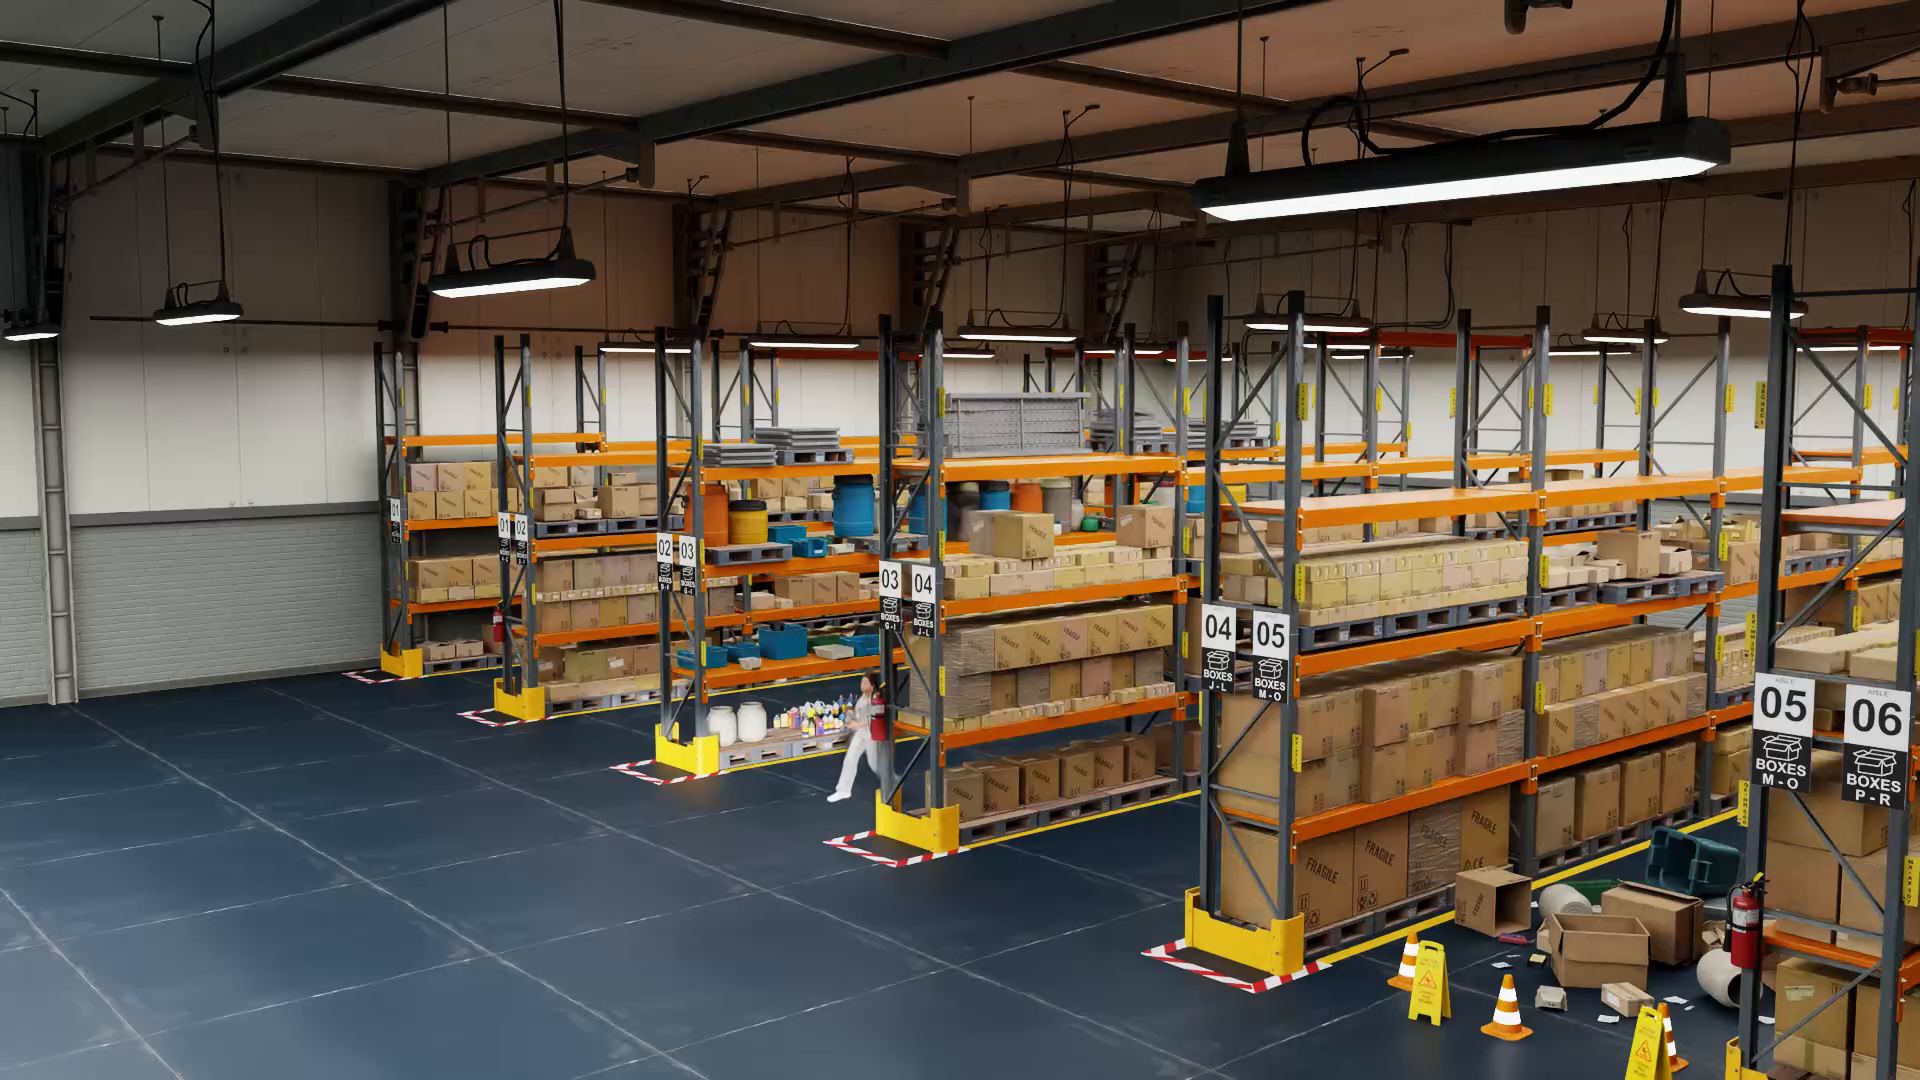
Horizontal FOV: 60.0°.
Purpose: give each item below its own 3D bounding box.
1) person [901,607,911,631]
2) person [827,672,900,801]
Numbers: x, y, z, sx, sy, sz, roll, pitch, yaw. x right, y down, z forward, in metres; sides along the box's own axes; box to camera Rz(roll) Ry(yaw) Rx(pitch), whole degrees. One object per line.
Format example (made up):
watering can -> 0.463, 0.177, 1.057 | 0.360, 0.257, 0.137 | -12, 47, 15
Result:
person -> -0.552, 1.911, 26.987 | 0.995, 1.704, 0.739 | -3, 6, -33
person -> -1.115, 2.433, 20.627 | 0.952, 1.637, 0.595 | -3, 6, -29
